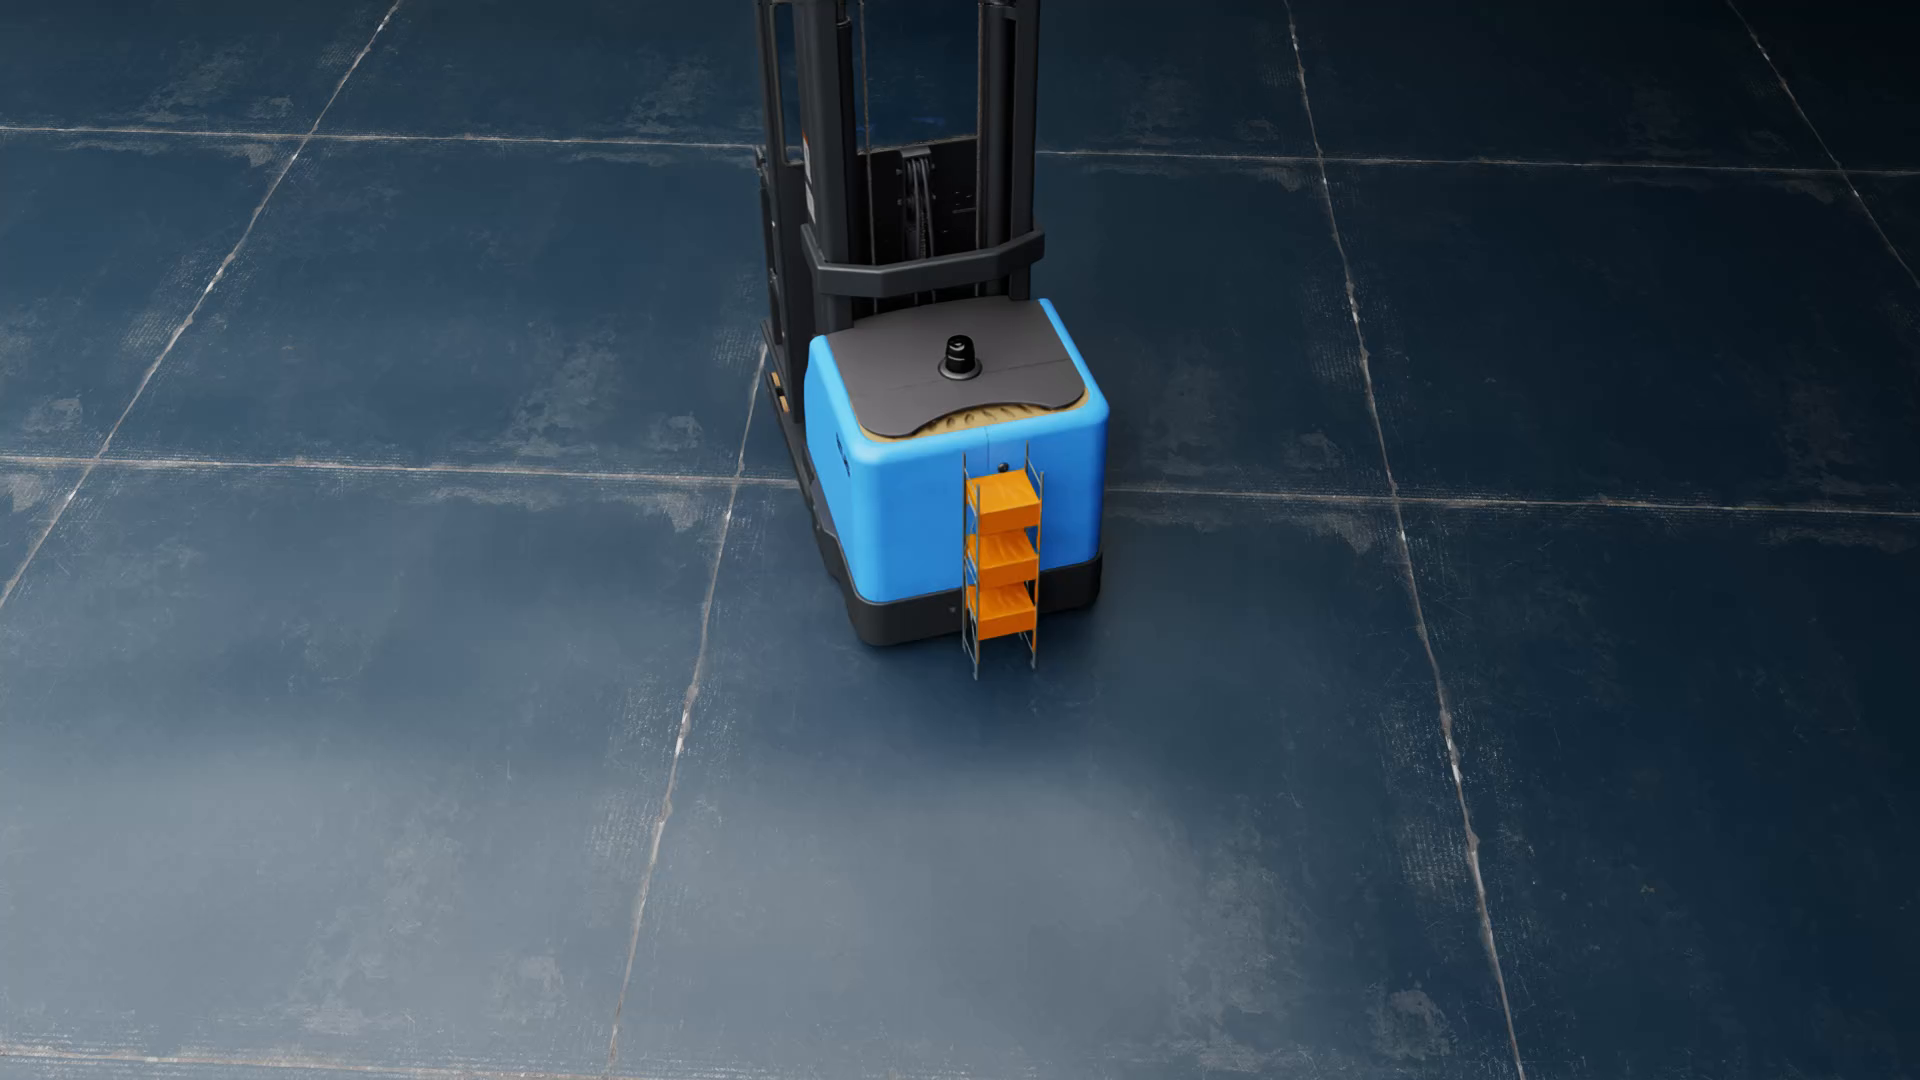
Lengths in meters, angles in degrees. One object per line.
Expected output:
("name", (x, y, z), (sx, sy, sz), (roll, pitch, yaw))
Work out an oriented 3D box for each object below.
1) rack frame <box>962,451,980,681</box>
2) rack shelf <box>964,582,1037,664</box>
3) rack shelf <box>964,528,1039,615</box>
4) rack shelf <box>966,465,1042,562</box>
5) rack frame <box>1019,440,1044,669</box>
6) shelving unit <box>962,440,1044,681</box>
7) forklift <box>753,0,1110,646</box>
("rack frame", (0.041, 0.122, 6.434), (0.008, 1.050, 0.200), (-11, 44, -12))
("rack shelf", (0.158, 0.310, 6.655), (0.240, 0.259, 0.215), (-11, 44, -12))
("rack shelf", (0.158, 0.107, 6.466), (0.240, 0.259, 0.215), (-11, 44, -12))
("rack shelf", (0.158, -0.100, 6.272), (0.240, 0.259, 0.215), (-11, 44, -12))
("rack frame", (0.276, 0.076, 6.483), (0.008, 1.050, 0.200), (-11, 44, -12))
("shelving unit", (0.158, 0.099, 6.459), (0.252, 1.050, 0.215), (-11, 44, -12))
("forklift", (-0.306, -1.660, 6.967), (1.130, 2.935, 3.031), (-11, 44, -12))
